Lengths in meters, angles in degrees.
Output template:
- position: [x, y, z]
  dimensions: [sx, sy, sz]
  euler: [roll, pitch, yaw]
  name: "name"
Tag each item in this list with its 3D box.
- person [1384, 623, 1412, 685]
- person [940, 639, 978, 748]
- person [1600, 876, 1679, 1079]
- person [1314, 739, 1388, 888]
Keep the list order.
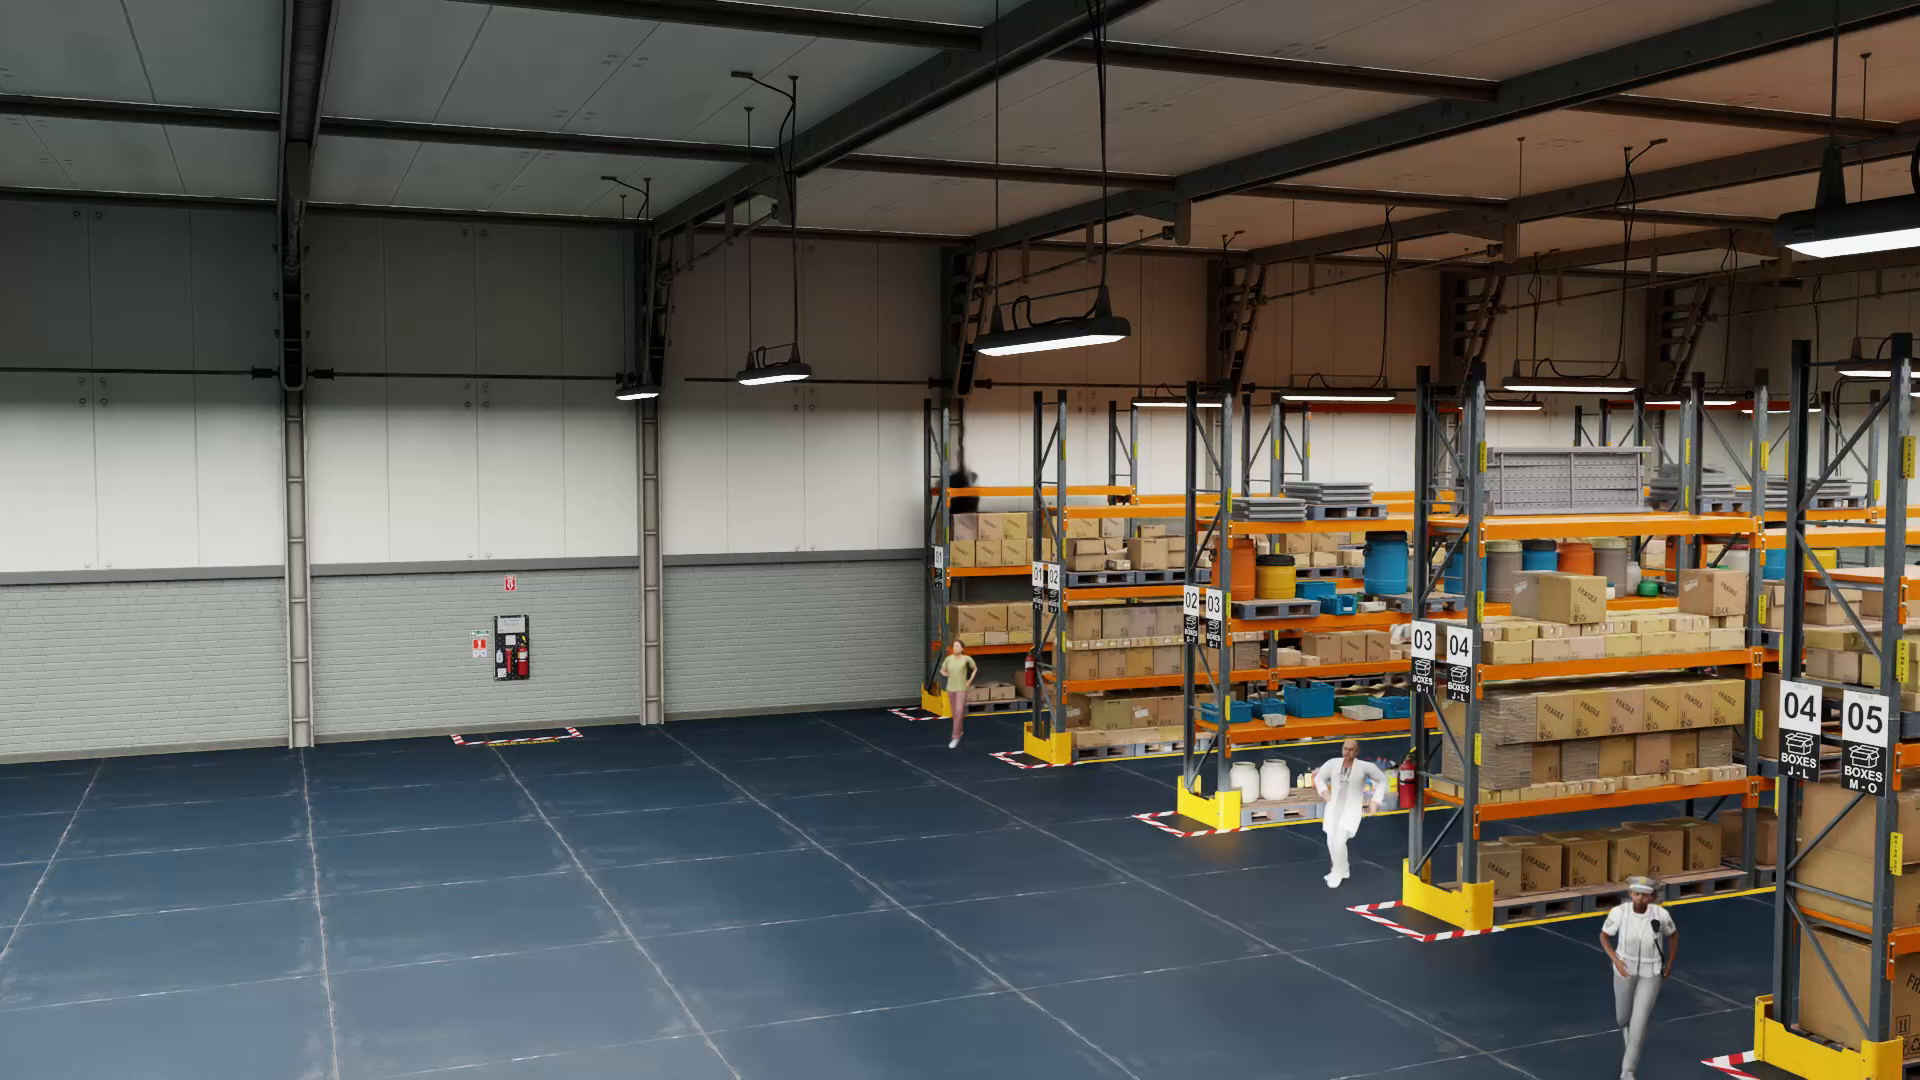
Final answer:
- position: [8.812, 2.277, 33.399]
  dimensions: [0.932, 1.797, 0.680]
  euler: [-2, 4, -28]
  name: "person"
- position: [-0.067, 2.459, 26.796]
  dimensions: [0.585, 1.718, 0.817]
  euler: [1, 4, 22]
  name: "person"
- position: [5.546, 3.538, 13.598]
  dimensions: [0.599, 1.684, 0.871]
  euler: [1, 4, 23]
  name: "person"
- position: [4.477, 3.207, 19.246]
  dimensions: [0.790, 1.668, 0.710]
  euler: [3, 4, 37]
  name: "person"
